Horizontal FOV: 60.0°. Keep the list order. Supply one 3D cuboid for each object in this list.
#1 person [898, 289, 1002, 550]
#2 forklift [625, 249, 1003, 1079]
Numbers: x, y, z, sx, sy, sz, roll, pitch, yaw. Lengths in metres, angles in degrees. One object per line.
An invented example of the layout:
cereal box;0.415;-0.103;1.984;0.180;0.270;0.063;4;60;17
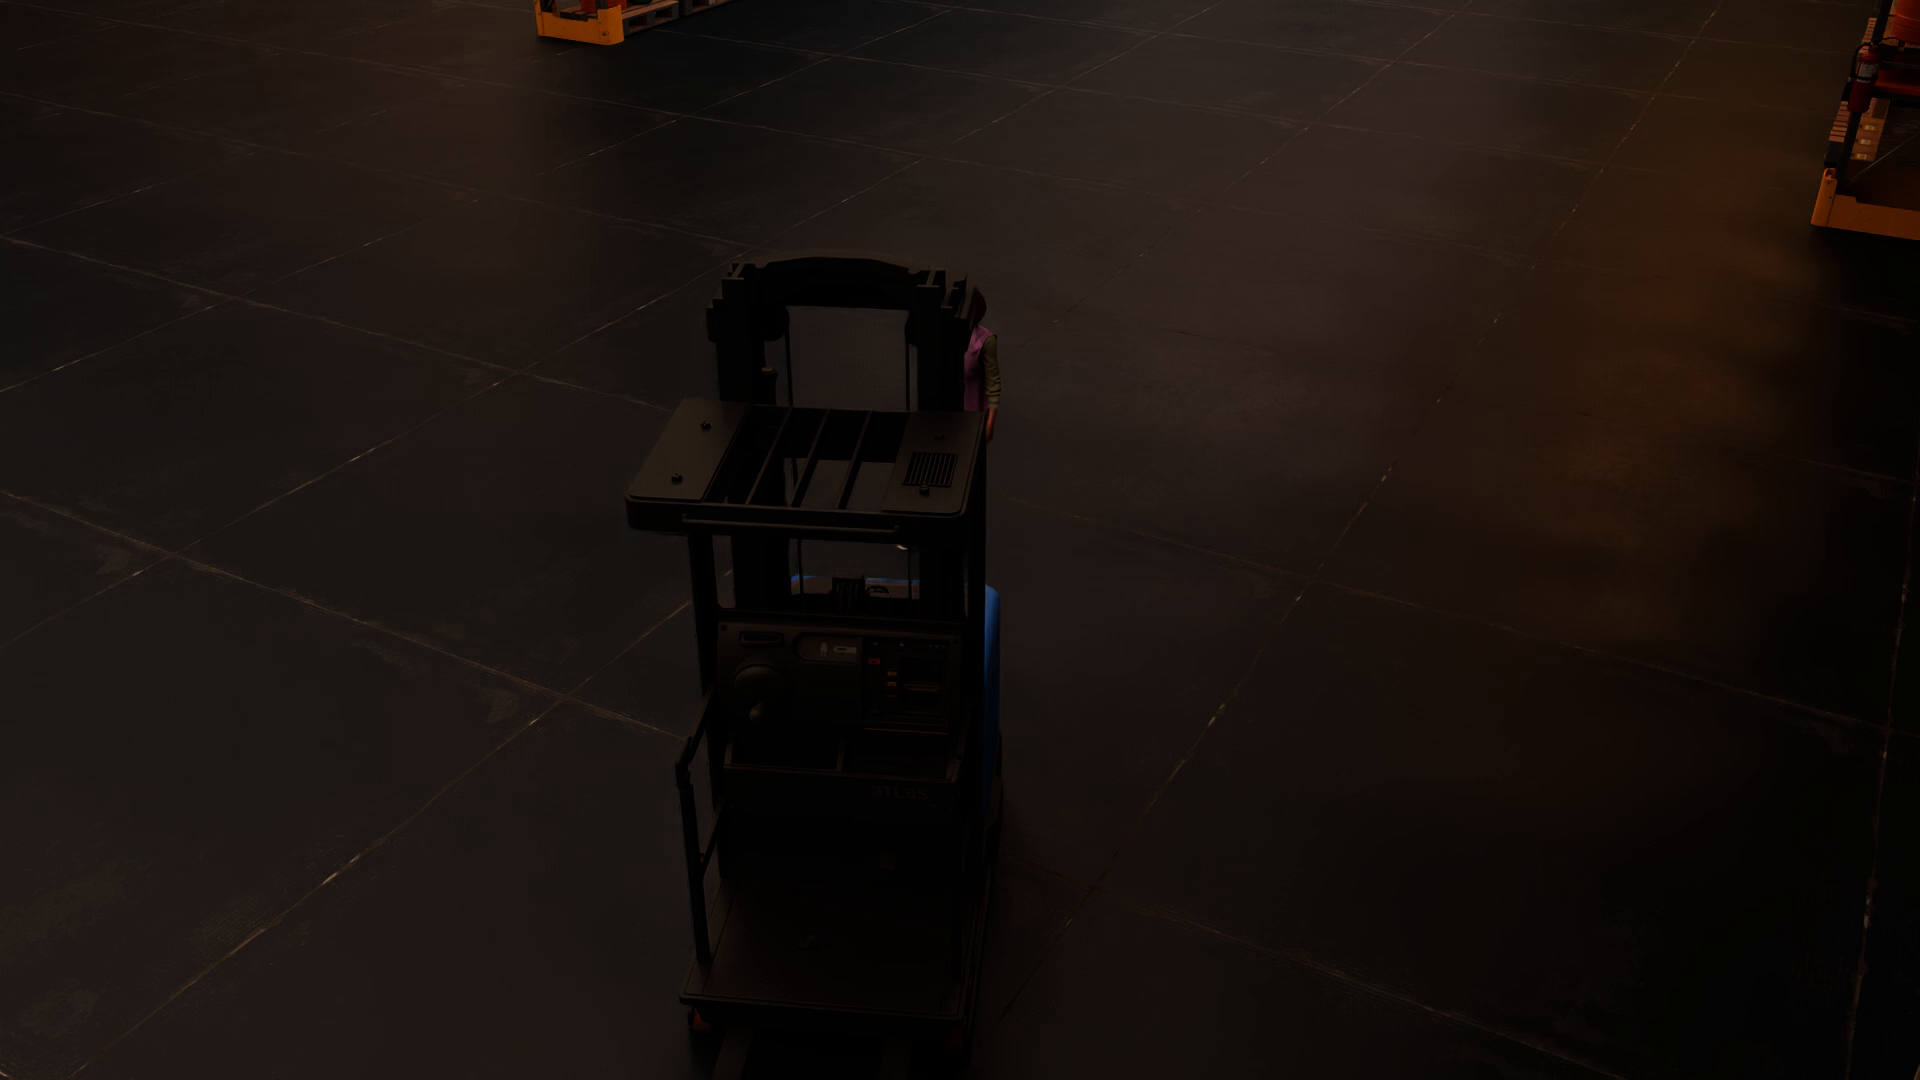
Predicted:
person;-0.048;-0.668;9.549;0.521;1.599;0.473;15;33;25
forklift;-0.478;0.563;6.096;1.130;2.935;3.031;3;30;5
